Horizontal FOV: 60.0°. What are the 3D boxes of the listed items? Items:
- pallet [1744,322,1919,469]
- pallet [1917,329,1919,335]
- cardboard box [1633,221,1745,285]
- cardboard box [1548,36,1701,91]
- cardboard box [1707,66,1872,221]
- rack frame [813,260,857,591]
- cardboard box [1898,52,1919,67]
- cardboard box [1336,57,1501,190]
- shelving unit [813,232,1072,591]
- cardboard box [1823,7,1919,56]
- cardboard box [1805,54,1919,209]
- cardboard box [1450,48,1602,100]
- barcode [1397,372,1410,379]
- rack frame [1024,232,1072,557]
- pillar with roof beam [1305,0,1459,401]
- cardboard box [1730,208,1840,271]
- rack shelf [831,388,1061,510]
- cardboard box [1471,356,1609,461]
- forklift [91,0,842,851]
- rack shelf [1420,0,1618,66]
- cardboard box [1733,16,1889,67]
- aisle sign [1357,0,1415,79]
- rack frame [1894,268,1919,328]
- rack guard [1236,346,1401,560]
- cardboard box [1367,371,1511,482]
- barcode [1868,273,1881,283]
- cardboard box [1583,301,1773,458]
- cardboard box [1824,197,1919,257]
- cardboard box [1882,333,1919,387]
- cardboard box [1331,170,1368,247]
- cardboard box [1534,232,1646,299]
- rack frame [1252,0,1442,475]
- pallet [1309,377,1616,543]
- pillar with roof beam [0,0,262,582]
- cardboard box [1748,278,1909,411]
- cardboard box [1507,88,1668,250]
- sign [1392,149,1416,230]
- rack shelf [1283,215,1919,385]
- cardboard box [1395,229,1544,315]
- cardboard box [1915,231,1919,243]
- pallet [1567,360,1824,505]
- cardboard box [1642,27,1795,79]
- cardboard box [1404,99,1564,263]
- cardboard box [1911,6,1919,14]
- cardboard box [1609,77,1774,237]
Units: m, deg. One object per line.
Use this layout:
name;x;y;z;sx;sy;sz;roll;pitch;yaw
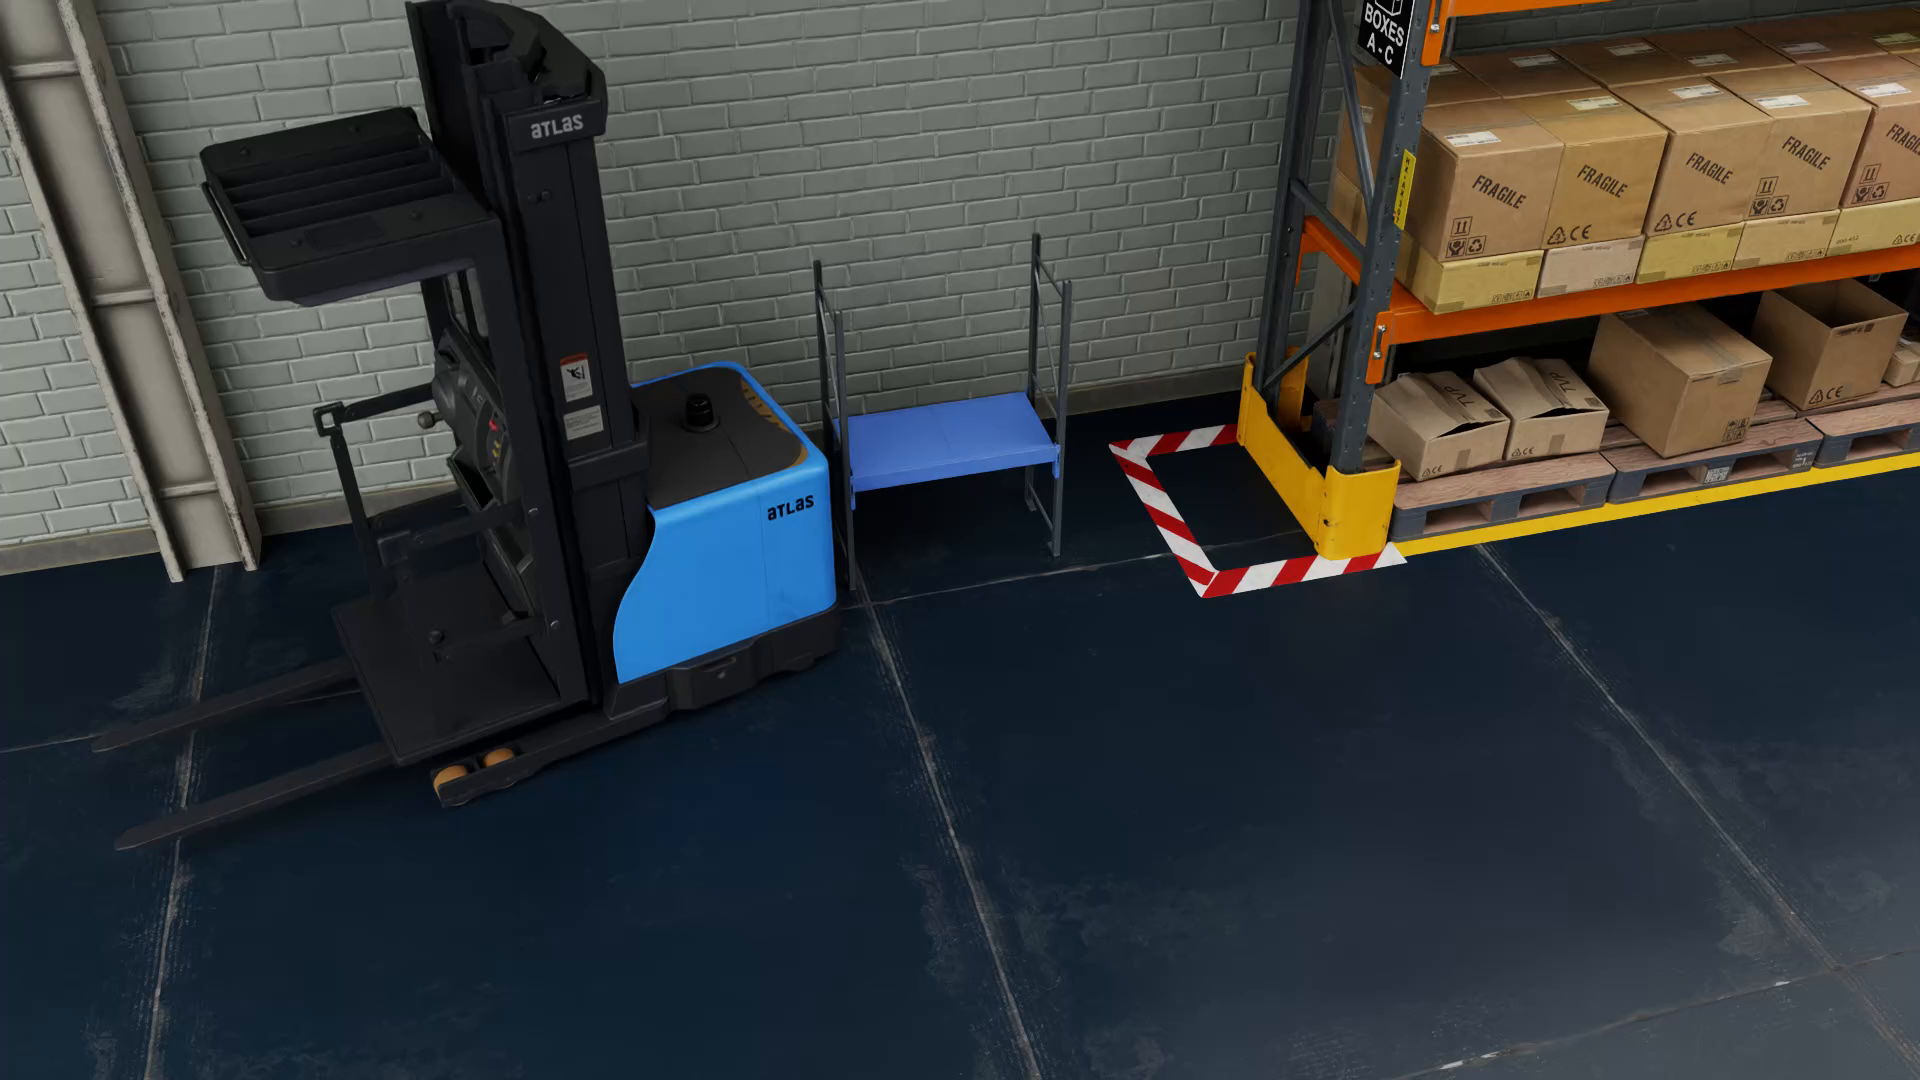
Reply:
pallet;4.939;-0.840;9.153;1.213;0.211;1.003;-9;38;-12
pallet;6.329;-1.091;9.482;1.213;0.211;1.003;-9;38;-12
cardboard box;3.261;-1.448;7.761;0.500;0.250;0.500;-10;39;-13
cardboard box;3.103;-2.045;7.923;0.500;0.500;0.500;-10;39;-13
cardboard box;3.731;-1.826;7.637;0.500;0.500;0.500;-8;38;-11
rack frame;-0.573;-0.502;7.651;0.032;1.500;0.500;-9;38;-12
cardboard box;4.722;-1.982;7.841;0.500;0.500;0.500;-10;38;-12
cardboard box;2.116;-1.886;7.716;0.500;0.500;0.500;-10;38;-12
shelving unit;-0.082;-0.582;7.756;1.048;1.500;0.538;-9;38;-12
cardboard box;4.569;-2.289;8.243;0.500;0.500;0.500;-10;38;-12
cardboard box;4.233;-1.909;7.745;0.500;0.500;0.500;-10;39;-13
cardboard box;2.605;-1.960;7.813;0.500;0.500;0.500;-9;38;-11
barcode;2.321;-0.846;8.709;0.075;0.075;0.001;-9;38;-12
rack frame;0.408;-0.663;7.861;0.032;1.500;0.500;-9;38;-12
pillar with roof beam;3.289;-1.917;3.329;0.400;9.000;9.100;-9;38;-12
cardboard box;3.750;-1.527;7.864;0.500;0.250;0.500;-9;38;-12
rack shelf;-0.082;-0.439;7.865;1.000;0.185;0.538;-9;38;-12
cardboard box;2.958;-0.695;8.520;0.500;0.311;0.500;-6;38;-8
forklift;-2.068;-0.445;6.398;3.031;2.935;1.130;-19;42;-24
rack shelf;3.647;-2.663;7.365;4.000;0.370;1.077;-9;38;-12
cardboard box;4.087;-2.213;8.144;0.500;0.500;0.500;-8;38;-11
aisle sign;1.725;-2.286;6.609;0.004;0.787;0.394;-9;38;-12
rack frame;5.578;-2.074;8.472;0.127;3.000;1.000;-9;38;-12
rack guard;1.790;-0.460;8.419;0.348;0.500;1.175;-9;38;-12
cardboard box;2.408;-0.604;8.402;0.500;0.311;0.500;-14;39;-17
barcode;4.994;-1.439;9.073;0.075;0.075;0.001;-9;38;-12
cardboard box;3.679;-0.857;8.576;0.500;0.500;0.700;-12;39;-15
cardboard box;4.235;-1.607;7.969;0.500;0.250;0.500;-10;38;-12
cardboard box;5.069;-1.022;9.066;0.250;0.166;0.380;-14;40;-18
cardboard box;2.117;-1.577;7.929;0.500;0.250;0.500;-9;38;-11
cardboard box;2.768;-1.371;7.660;0.500;0.250;0.500;-10;39;-13
rack frame;1.716;-1.441;7.644;0.127;3.000;1.000;-9;38;-12
pallet;2.583;-0.453;8.648;1.213;0.211;1.003;-9;38;-12
pillar with roof beam;-2.503;-0.966;2.086;0.400;9.000;9.100;-9;38;-12
cardboard box;4.586;-1.069;8.853;0.500;0.500;0.500;-12;39;-15
cardboard box;2.735;-1.659;7.419;0.500;0.500;0.500;-9;38;-12
sign;1.858;-1.466;6.965;0.005;0.325;0.100;-9;38;-12
rack shelf;3.647;-1.472;8.277;4.000;0.370;1.077;-9;38;-12
cardboard box;2.270;-1.280;7.541;0.500;0.250;0.500;-10;39;-13
cardboard box;4.717;-1.696;8.085;0.500;0.250;0.500;-9;38;-12
pallet;3.759;-0.644;8.898;1.213;0.211;1.003;-9;38;-12
cardboard box;3.589;-2.125;8.028;0.500;0.500;0.500;-9;38;-11
cardboard box;2.256;-1.586;7.324;0.500;0.500;0.500;-9;38;-12
cardboard box;5.070;-2.369;8.347;0.500;0.500;0.500;-10;39;-13
cardboard box;3.236;-1.737;7.521;0.500;0.500;0.500;-11;39;-13
